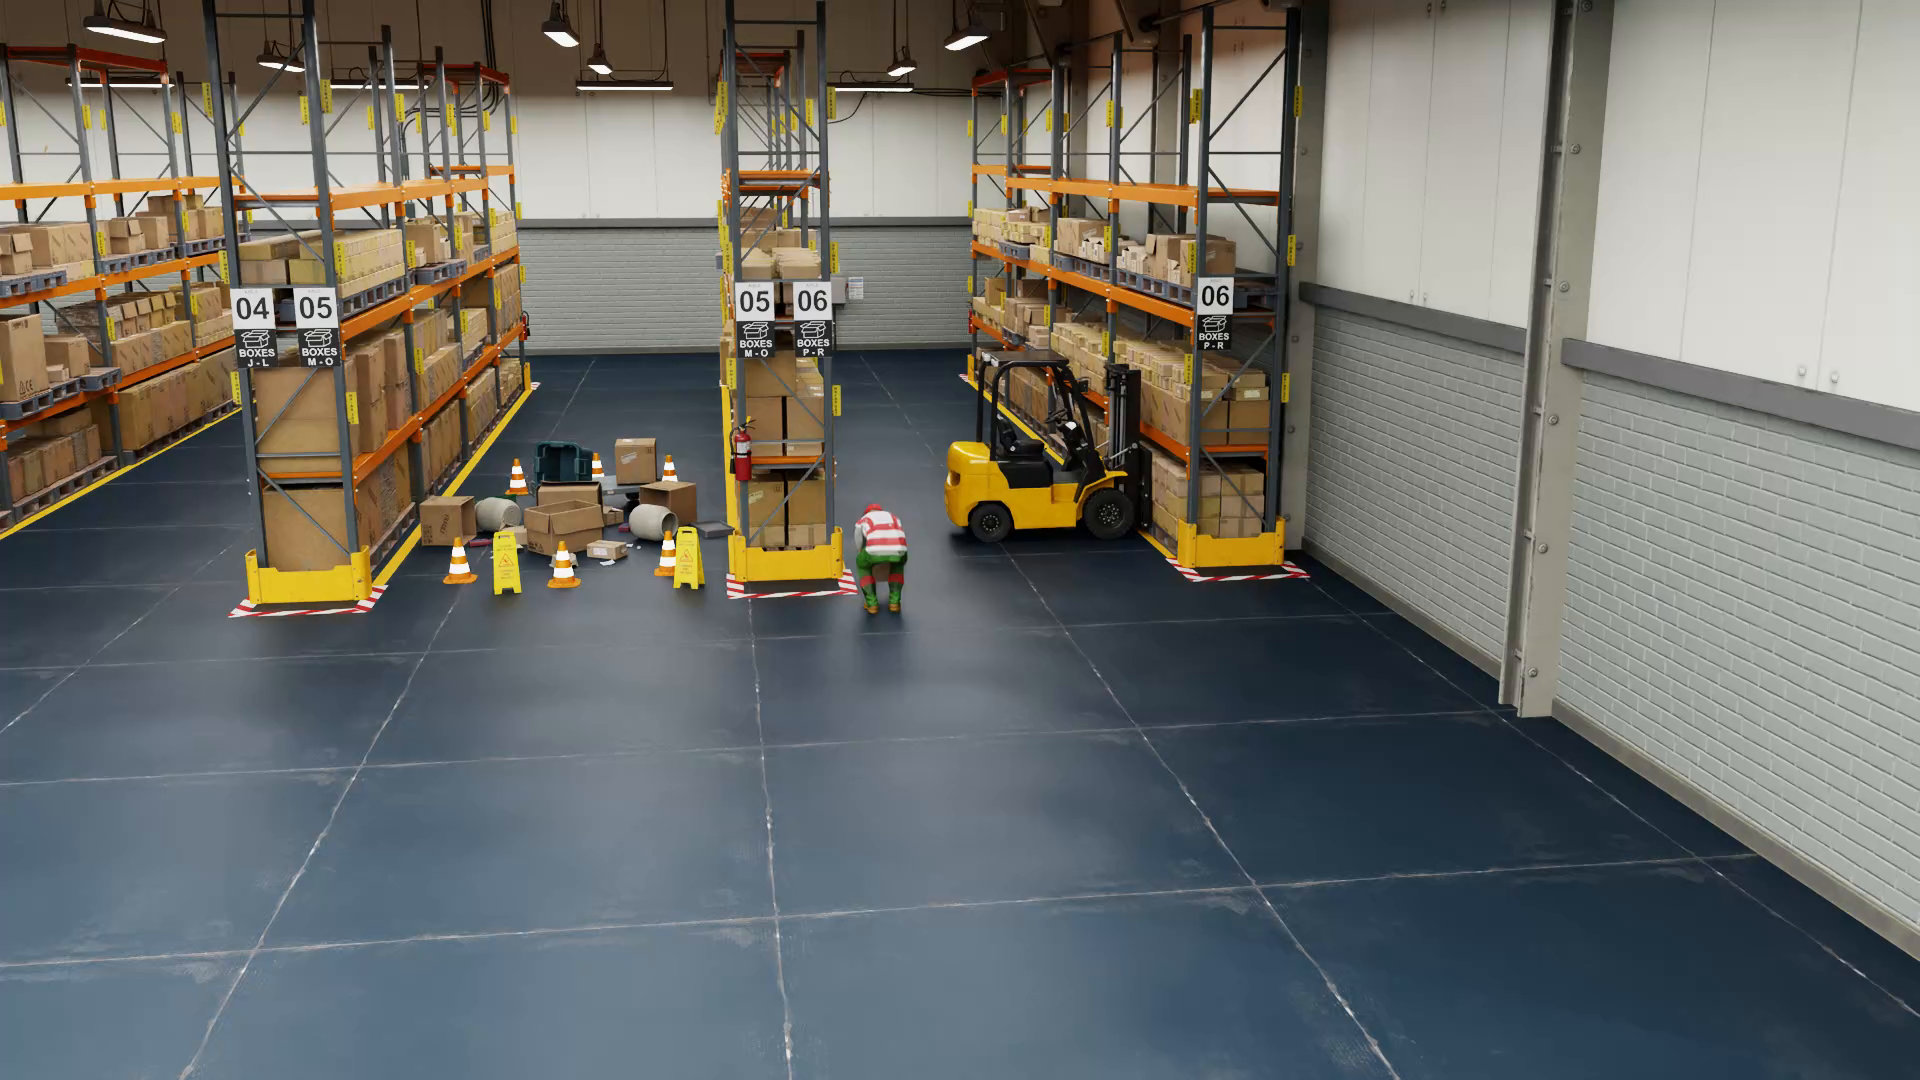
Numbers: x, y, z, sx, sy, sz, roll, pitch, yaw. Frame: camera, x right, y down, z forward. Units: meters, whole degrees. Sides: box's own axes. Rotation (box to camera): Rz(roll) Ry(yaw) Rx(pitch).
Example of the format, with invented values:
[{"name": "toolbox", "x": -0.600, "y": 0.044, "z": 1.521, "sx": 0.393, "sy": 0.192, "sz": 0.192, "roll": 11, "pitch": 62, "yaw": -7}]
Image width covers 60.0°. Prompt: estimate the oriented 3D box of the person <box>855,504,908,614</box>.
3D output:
[{"name": "person", "x": -0.805, "y": 0.192, "z": 16.882, "sx": 0.530, "sy": 0.986, "sz": 0.950, "roll": -2, "pitch": 13, "yaw": -11}]
